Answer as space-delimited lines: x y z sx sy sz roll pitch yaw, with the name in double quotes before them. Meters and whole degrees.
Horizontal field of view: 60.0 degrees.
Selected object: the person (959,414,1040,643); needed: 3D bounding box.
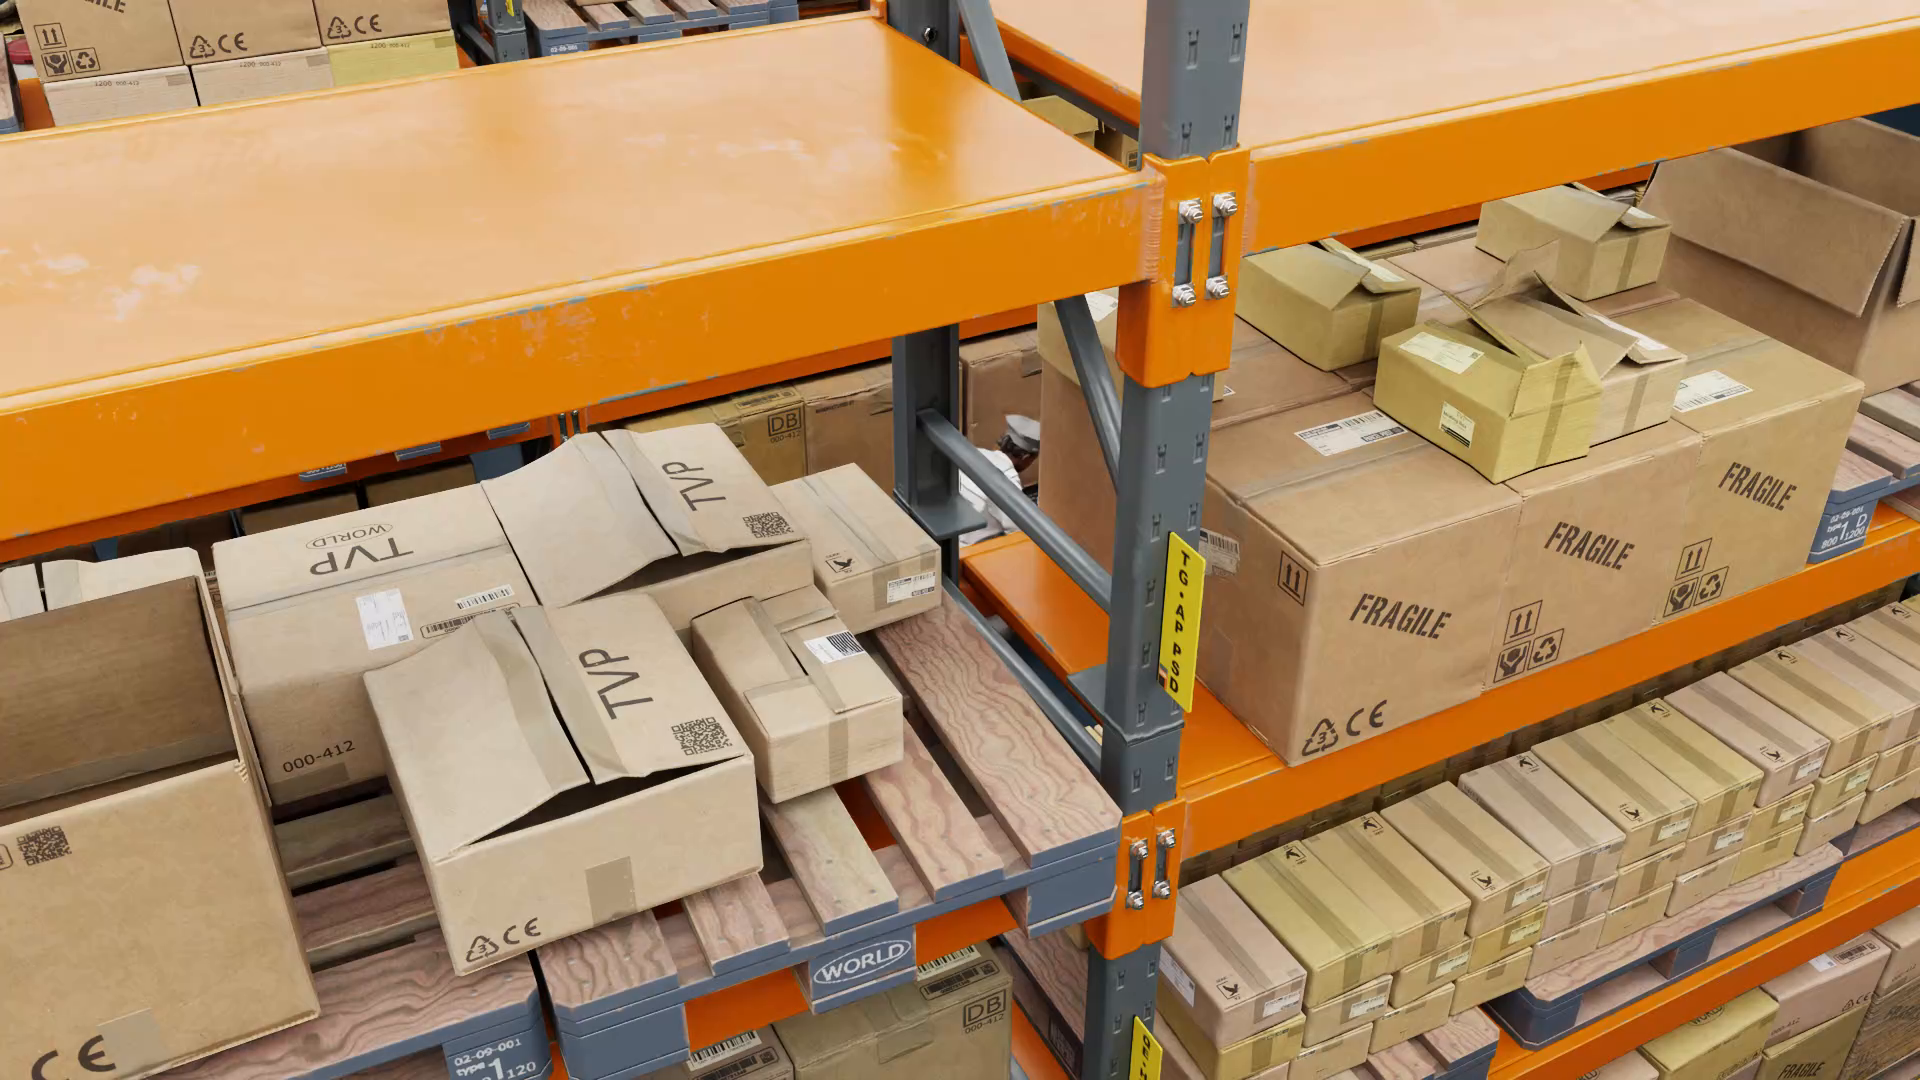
"person" 0.098 0.067 7.868 0.753 1.277 0.499 -16 36 -23
